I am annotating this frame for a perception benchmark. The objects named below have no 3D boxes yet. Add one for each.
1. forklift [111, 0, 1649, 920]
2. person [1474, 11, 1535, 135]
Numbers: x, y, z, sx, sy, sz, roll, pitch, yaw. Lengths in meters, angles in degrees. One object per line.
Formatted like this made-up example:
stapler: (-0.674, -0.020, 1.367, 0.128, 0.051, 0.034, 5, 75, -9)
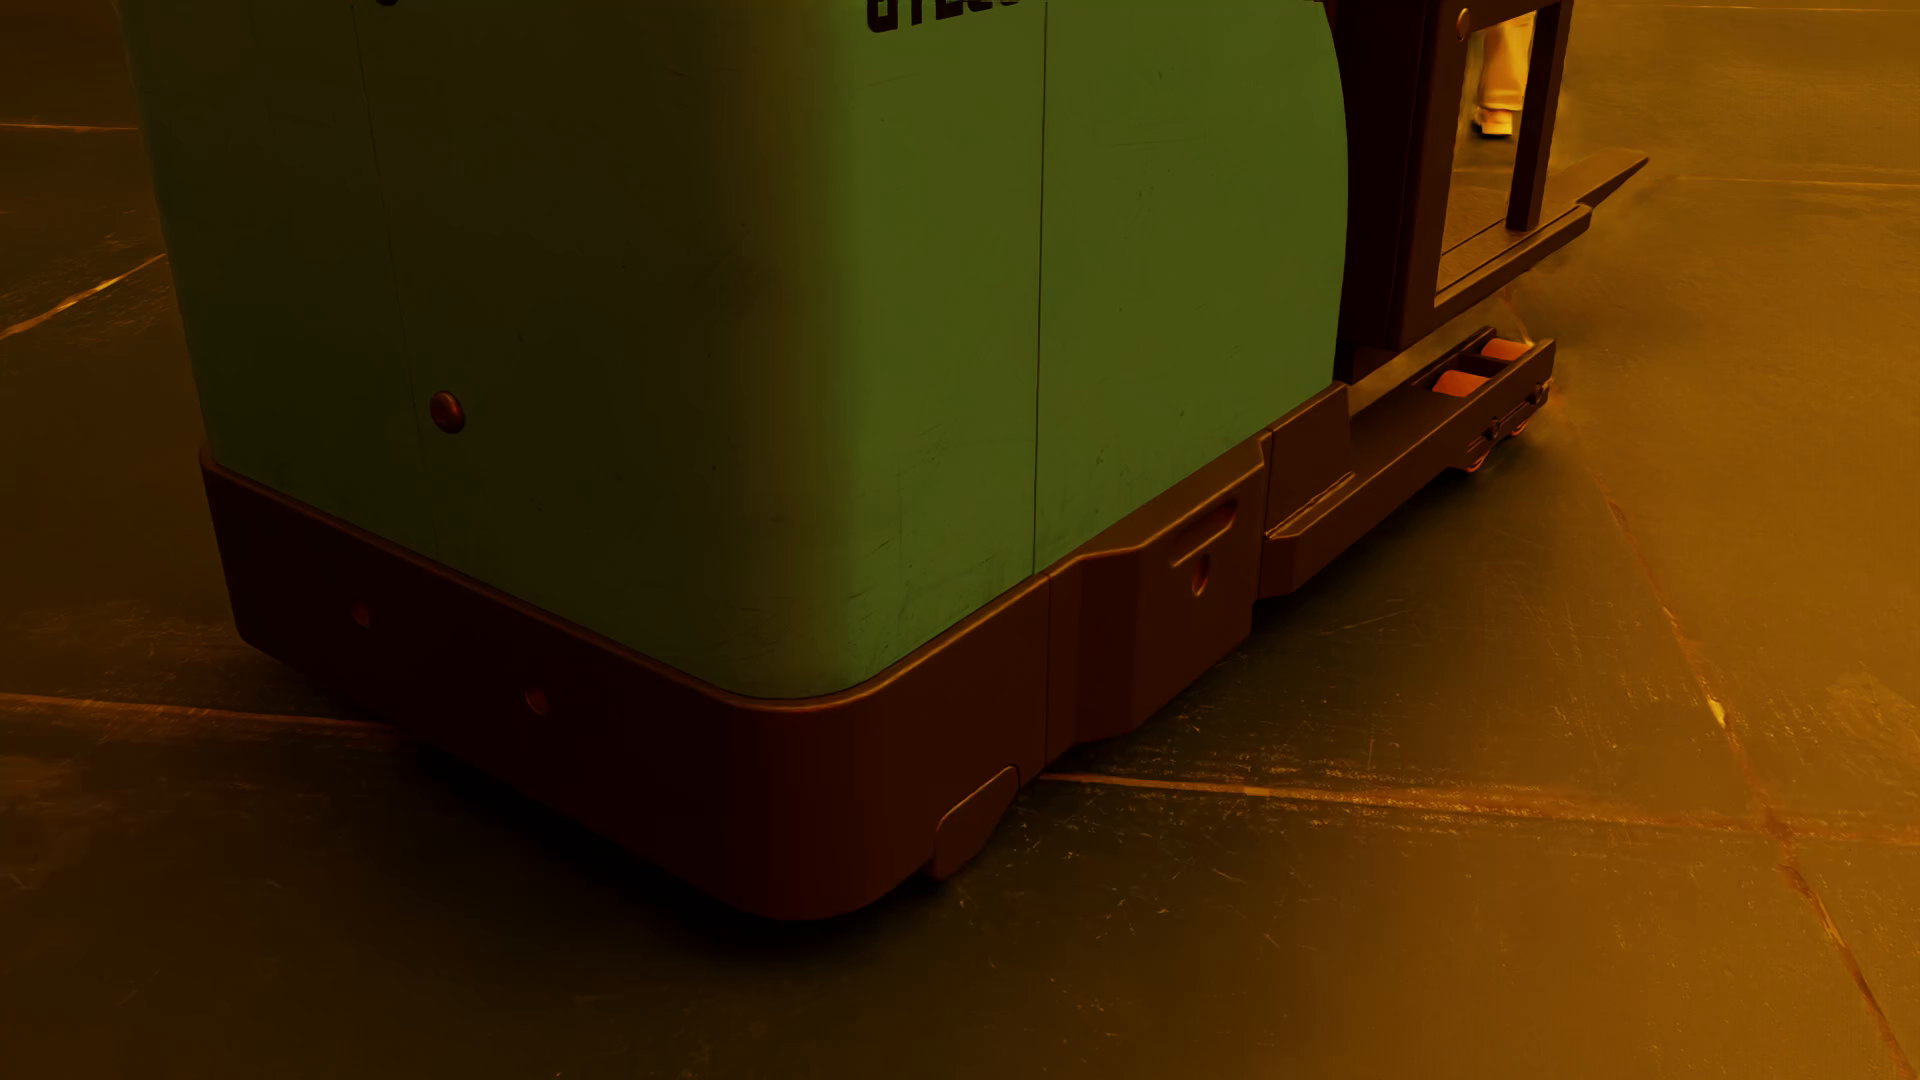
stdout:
forklift: (0.365, -1.540, 2.303, 1.130, 2.935, 3.031, 19, 32, 33)
person: (1.516, -2.001, 4.720, 0.534, 1.709, 0.519, 3, 27, 6)
